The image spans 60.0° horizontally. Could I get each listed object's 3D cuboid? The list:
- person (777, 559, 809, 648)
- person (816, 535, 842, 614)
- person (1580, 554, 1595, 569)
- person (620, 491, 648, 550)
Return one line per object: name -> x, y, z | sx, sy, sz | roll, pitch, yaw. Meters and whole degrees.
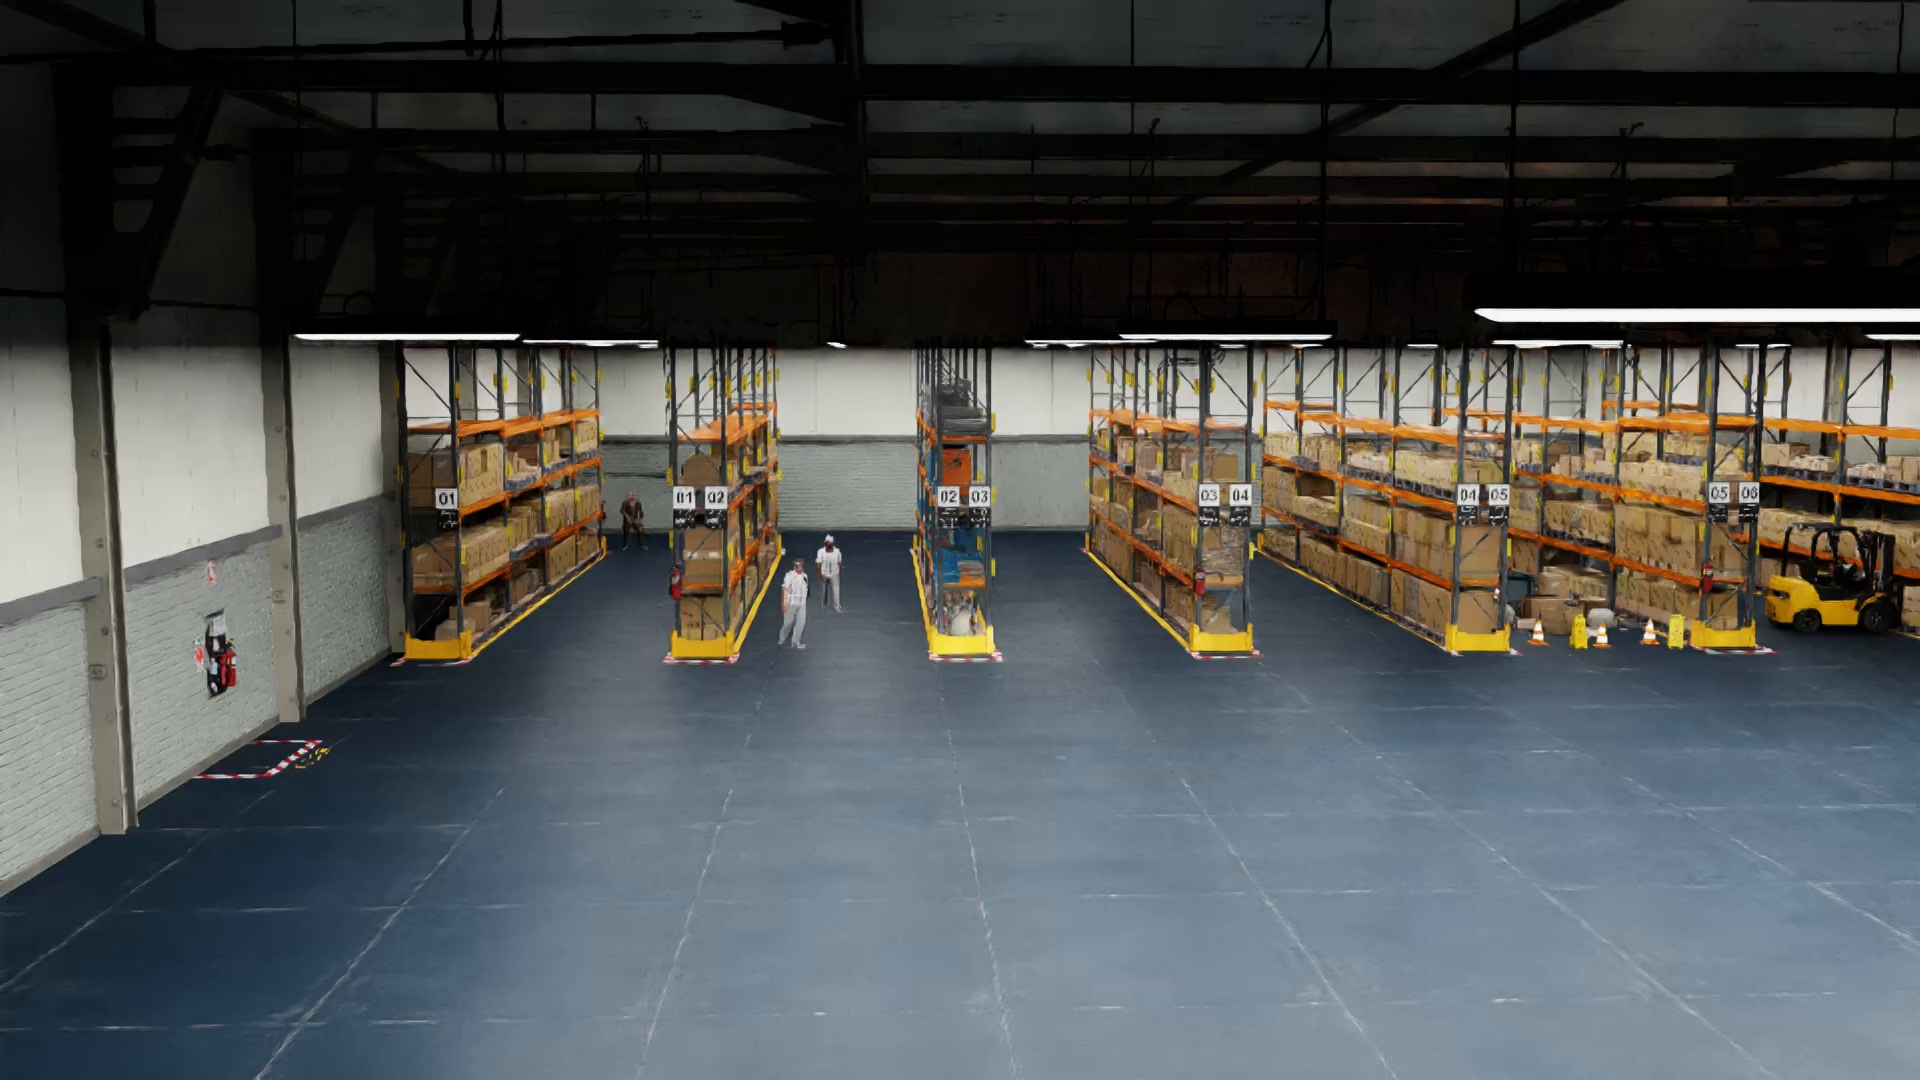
person -> -3.241, 1.208, 32.176 | 0.593, 1.745, 0.577 | -5, 8, -38
person -> -2.863, 0.740, 36.359 | 0.569, 1.709, 1.035 | -1, 7, -11
person -> 16.365, -0.018, 43.487 | 0.527, 1.592, 0.522 | 3, 7, 26
person -> -9.421, -0.564, 47.784 | 0.726, 1.722, 0.852 | -3, 7, -23
